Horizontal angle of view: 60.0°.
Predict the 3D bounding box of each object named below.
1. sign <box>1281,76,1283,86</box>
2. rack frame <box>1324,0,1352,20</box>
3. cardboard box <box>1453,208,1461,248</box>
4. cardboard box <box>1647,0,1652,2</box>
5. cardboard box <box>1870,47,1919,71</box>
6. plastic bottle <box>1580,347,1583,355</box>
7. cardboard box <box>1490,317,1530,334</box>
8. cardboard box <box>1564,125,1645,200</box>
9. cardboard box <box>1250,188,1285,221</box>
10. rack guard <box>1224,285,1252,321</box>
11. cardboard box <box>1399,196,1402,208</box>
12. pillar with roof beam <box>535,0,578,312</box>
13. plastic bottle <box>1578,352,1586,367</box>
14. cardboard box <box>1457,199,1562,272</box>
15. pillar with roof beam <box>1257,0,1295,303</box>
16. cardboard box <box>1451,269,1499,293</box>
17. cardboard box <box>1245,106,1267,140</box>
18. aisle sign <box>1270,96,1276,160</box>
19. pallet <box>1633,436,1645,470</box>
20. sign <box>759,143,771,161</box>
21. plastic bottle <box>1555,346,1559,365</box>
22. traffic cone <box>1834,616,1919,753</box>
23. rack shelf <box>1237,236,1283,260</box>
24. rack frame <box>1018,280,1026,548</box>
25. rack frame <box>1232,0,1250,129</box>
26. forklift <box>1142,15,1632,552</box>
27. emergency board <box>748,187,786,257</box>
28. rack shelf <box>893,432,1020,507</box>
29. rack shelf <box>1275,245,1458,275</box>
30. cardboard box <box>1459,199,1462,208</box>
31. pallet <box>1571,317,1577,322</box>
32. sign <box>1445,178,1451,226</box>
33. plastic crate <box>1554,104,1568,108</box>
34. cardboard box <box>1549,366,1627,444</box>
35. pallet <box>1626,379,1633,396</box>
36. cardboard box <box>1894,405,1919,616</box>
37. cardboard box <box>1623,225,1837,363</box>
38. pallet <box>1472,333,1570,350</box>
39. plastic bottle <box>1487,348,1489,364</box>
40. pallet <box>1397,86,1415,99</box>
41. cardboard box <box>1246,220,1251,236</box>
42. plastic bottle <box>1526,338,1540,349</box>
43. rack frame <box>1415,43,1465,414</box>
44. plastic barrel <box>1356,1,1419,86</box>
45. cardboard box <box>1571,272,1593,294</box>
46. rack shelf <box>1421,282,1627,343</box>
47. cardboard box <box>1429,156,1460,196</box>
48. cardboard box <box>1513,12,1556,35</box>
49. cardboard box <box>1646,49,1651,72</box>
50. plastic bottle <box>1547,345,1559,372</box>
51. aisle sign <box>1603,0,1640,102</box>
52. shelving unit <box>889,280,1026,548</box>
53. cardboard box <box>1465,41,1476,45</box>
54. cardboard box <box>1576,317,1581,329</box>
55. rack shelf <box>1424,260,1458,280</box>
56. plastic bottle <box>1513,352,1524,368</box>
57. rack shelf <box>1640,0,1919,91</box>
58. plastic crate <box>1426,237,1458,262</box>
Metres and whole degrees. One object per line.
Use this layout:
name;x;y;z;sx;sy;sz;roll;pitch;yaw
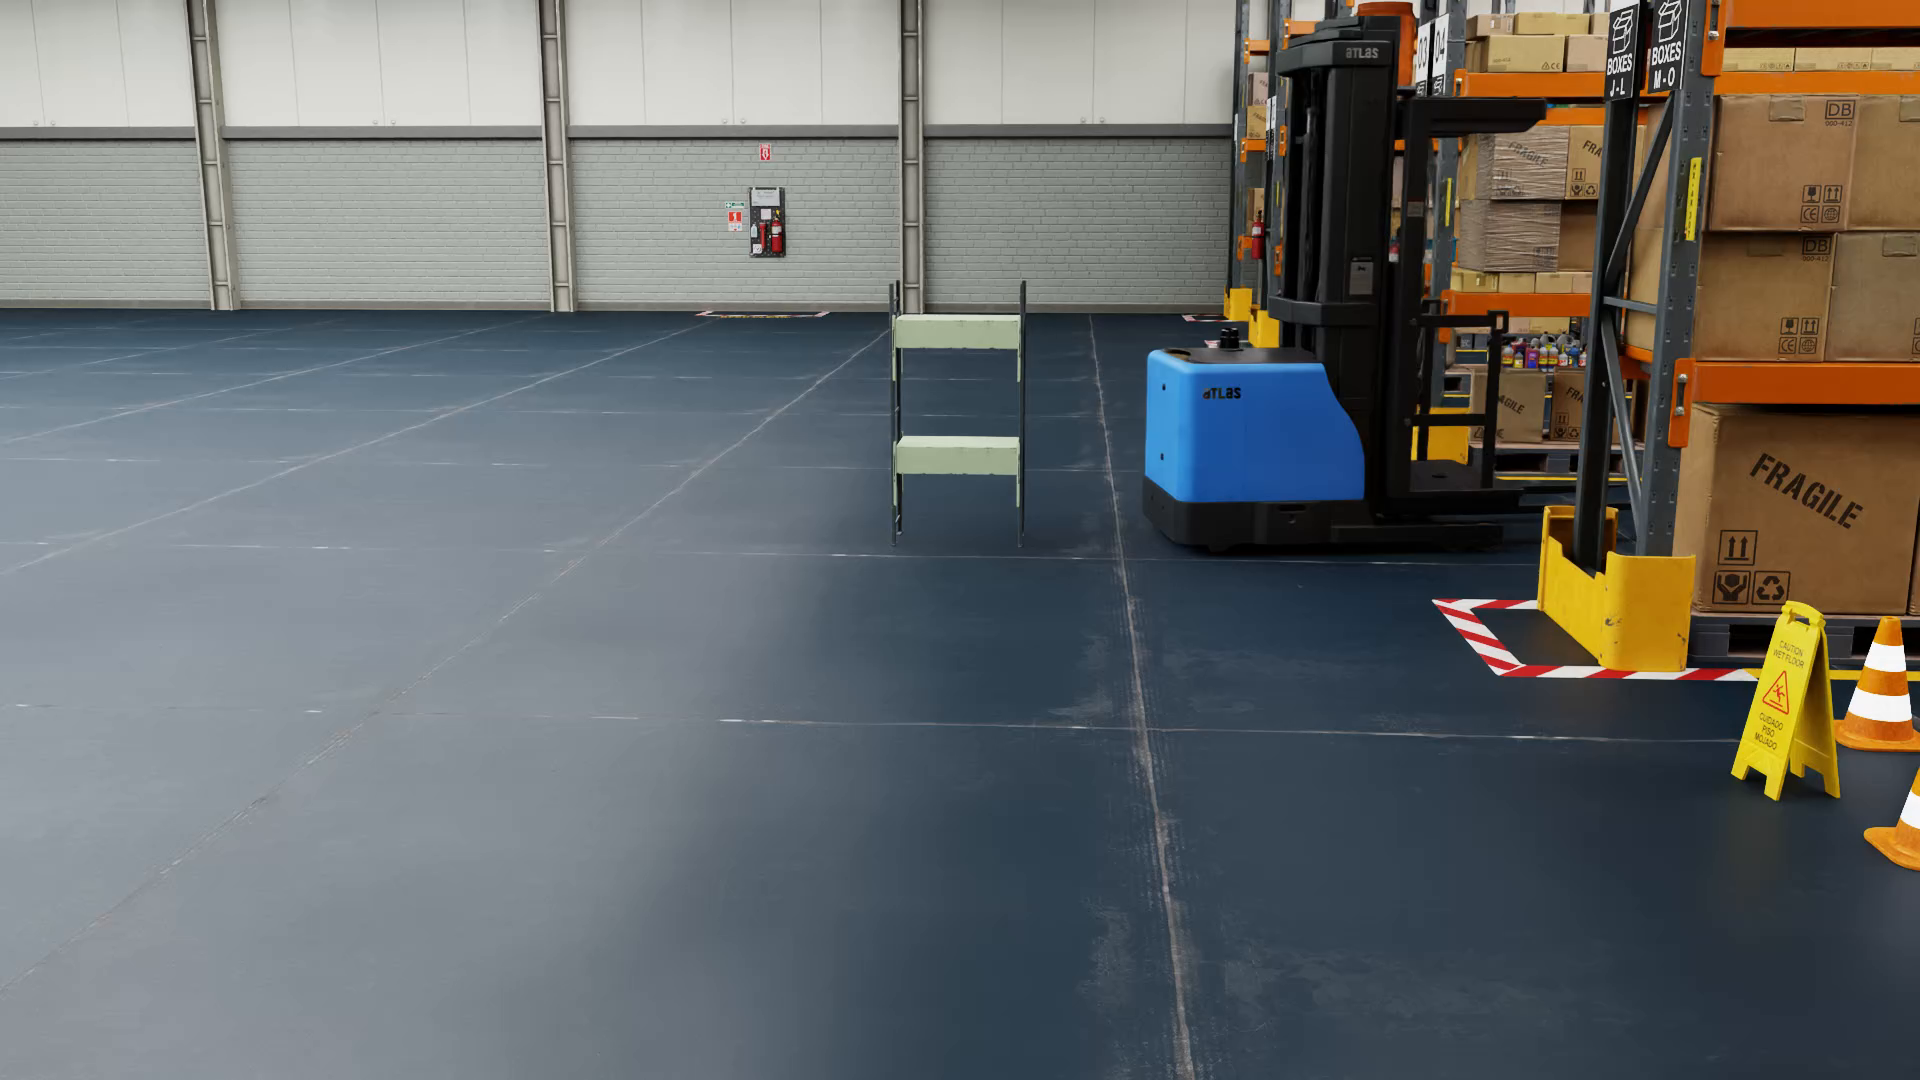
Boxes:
sign;4.053;-5.883;20.910;0.005;0.325;0.100;1;12;4
rack frame;3.761;-5.986;16.404;0.127;3.000;1.000;1;12;4
cardboard box;6.617;-4.074;21.672;0.500;0.500;0.700;1;12;5
cardboard box;4.893;-3.869;11.422;0.500;0.500;0.500;1;12;4
cardboard box;6.428;-3.340;11.447;0.500;0.250;0.500;1;12;5
plastic bottle;6.505;-1.947;17.510;0.097;0.201;0.097;0;12;0
cardboard box;7.111;-2.837;21.692;0.500;0.250;0.500;1;12;4
cardboard box;4.459;-2.650;11.697;0.500;0.500;0.500;1;12;4
cardboard box;4.879;-5.309;26.306;0.500;0.500;0.500;1;12;4
rack guard;4.499;-3.849;26.945;0.348;0.500;1.175;1;12;4
cardboard box;5.758;-4.361;21.461;0.250;0.149;0.380;1;12;3
pillar with roof beam;-7.082;-7.461;23.459;0.400;9.000;9.100;1;12;4
plastic bottle;6.295;-1.796;16.788;0.097;0.201;0.097;0;12;0
cardboard box;3.977;-2.219;12.078;0.500;0.500;0.875;1;12;4
pillar with roof beam;4.891;-7.297;22.675;0.400;9.000;9.100;1;12;4
cardboard box;3.698;-1.862;11.956;0.250;0.149;0.380;1;12;4
cardboard box;4.740;-6.544;26.109;0.500;0.500;0.500;1;12;5
aisle sign;4.010;-5.272;21.295;0.004;0.787;0.394;1;12;4
pallet;5.528;-0.636;12.292;1.213;0.211;1.003;1;12;4
sign;-3.272;-6.519;27.945;0.199;0.298;0.001;1;12;4
plastic bottle;6.212;-1.922;17.388;0.097;0.201;0.097;0;12;0
traffic cone;3.433;0.514;6.182;0.334;0.463;0.336;1;12;4
rack shelf;6.418;-4.694;26.637;4.000;0.370;1.077;1;12;4
rack frame;0.359;-0.729;9.591;0.023;1.500;0.400;1;12;4
rack frame;4.423;-8.010;26.080;0.127;3.000;1.000;1;12;4
forklift;2.666;-1.471;9.642;3.031;2.935;1.130;-1;12;-6
emergency board;-3.271;-5.364;28.084;0.643;1.169;0.194;1;12;4
rack shelf;-0.007;-0.415;9.682;0.720;0.370;0.431;1;12;4
rack shelf;6.091;-3.682;21.799;4.000;0.370;1.077;1;12;4
cardboard box;6.534;-4.350;21.411;0.250;0.149;0.380;1;12;5
pallet;9.191;-3.643;26.669;1.213;0.211;1.003;1;12;4
sign;3.394;-2.350;11.563;0.005;0.325;0.100;1;12;4
plastic crate;6.196;-4.436;16.841;0.450;0.188;0.336;1;12;4
cardboard box;4.651;-1.006;12.332;0.500;0.500;0.500;4;12;19
pallet;7.085;-1.647;17.127;1.213;0.211;1.003;1;12;4
cardboard box;4.557;-0.184;7.483;0.875;0.875;0.875;1;12;3
cardboard box;3.371;-1.103;7.349;0.550;0.550;0.875;1;12;4
pallet;7.296;-2.661;21.973;1.213;0.211;1.003;1;12;4
plastic bottle;5.623;-1.959;17.568;0.097;0.201;0.097;0;12;0
pallet;4.580;-4.394;16.581;1.213;0.211;1.003;1;12;4
cardboard box;4.902;-5.043;26.866;0.500;0.250;0.500;1;12;5
plastic bottle;6.011;-1.985;17.508;0.135;0.276;0.152;0;12;2
rack frame;3.430;-2.037;12.181;0.127;3.000;1.000;1;12;4
plastic barrel;4.254;-4.952;16.717;0.708;0.830;0.600;1;12;4
cardboard box;4.446;-1.849;11.894;0.250;0.149;0.380;1;12;4
rack shelf;5.425;-1.658;12.124;4.000;0.370;1.077;1;12;4
cardboard box;6.141;-4.716;21.573;0.500;0.500;0.700;1;12;4
cardboard box;3.941;-3.553;11.494;0.250;0.149;0.380;1;12;5
cardboard box;4.902;-3.359;11.542;0.500;0.250;0.500;1;12;4
plastic bottle;5.991;-1.835;16.801;0.097;0.271;0.097;0;12;0
aisle sign;2.947;-2.360;7.375;0.004;0.787;0.394;1;12;4
shelving unit;-0.007;-0.734;9.615;0.755;1.500;0.431;1;12;4
cardboard box;3.728;-3.687;12.135;0.250;0.149;0.380;1;12;4
cardboard box;8.520;-2.920;22.089;0.500;0.250;0.500;1;12;3
rack shelf;5.756;-2.670;16.961;4.000;0.370;1.077;1;12;4
plastic bottle;5.652;-1.805;16.830;0.097;0.201;0.097;0;12;0
rack shelf;4.993;-2.114;6.980;4.000;0.370;1.077;1;12;4
plastic crate;4.928;-3.021;17.245;0.408;0.251;0.499;1;12;4
